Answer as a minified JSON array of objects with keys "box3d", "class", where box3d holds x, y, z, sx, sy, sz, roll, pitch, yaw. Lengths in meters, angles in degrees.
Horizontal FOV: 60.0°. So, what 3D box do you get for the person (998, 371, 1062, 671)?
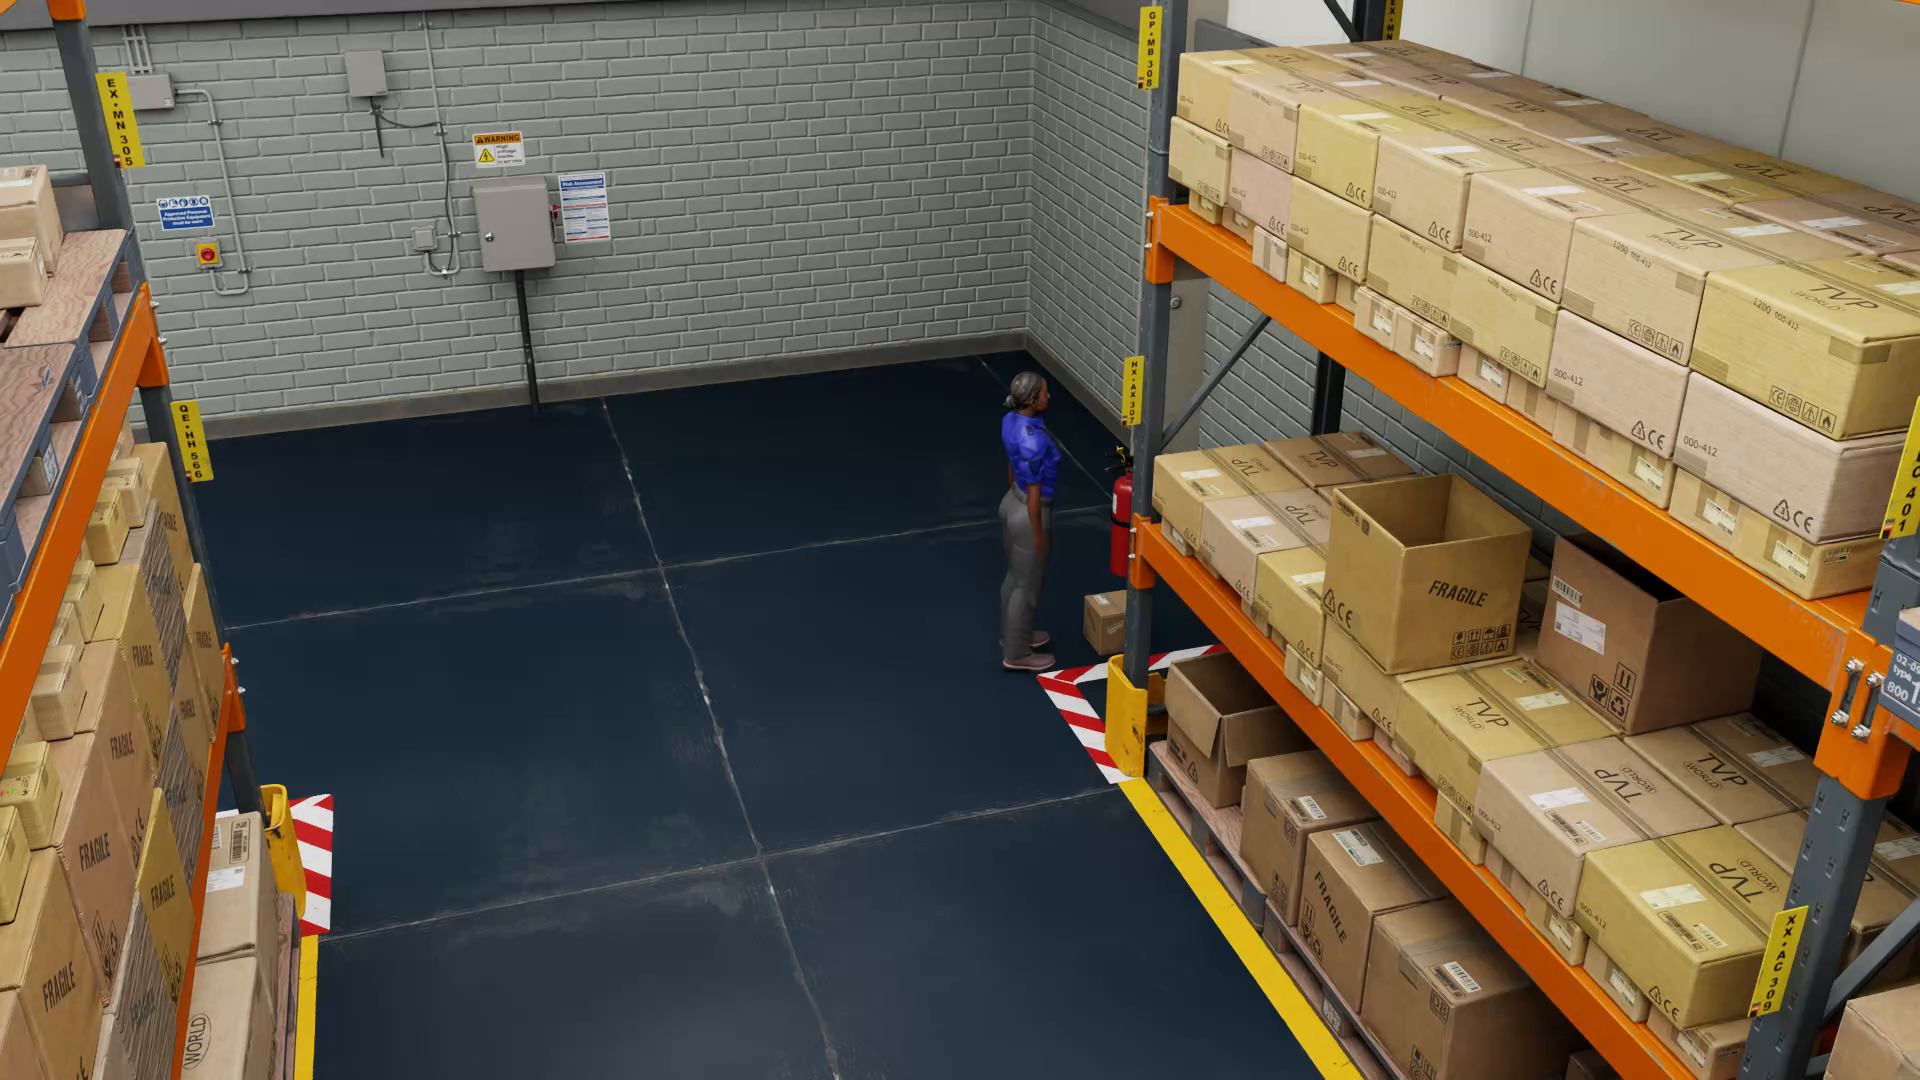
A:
[{"box3d":[0.362,-0.117,8.857,0.338,1.662,0.443,-7,27,-13],"class":"person"}]
